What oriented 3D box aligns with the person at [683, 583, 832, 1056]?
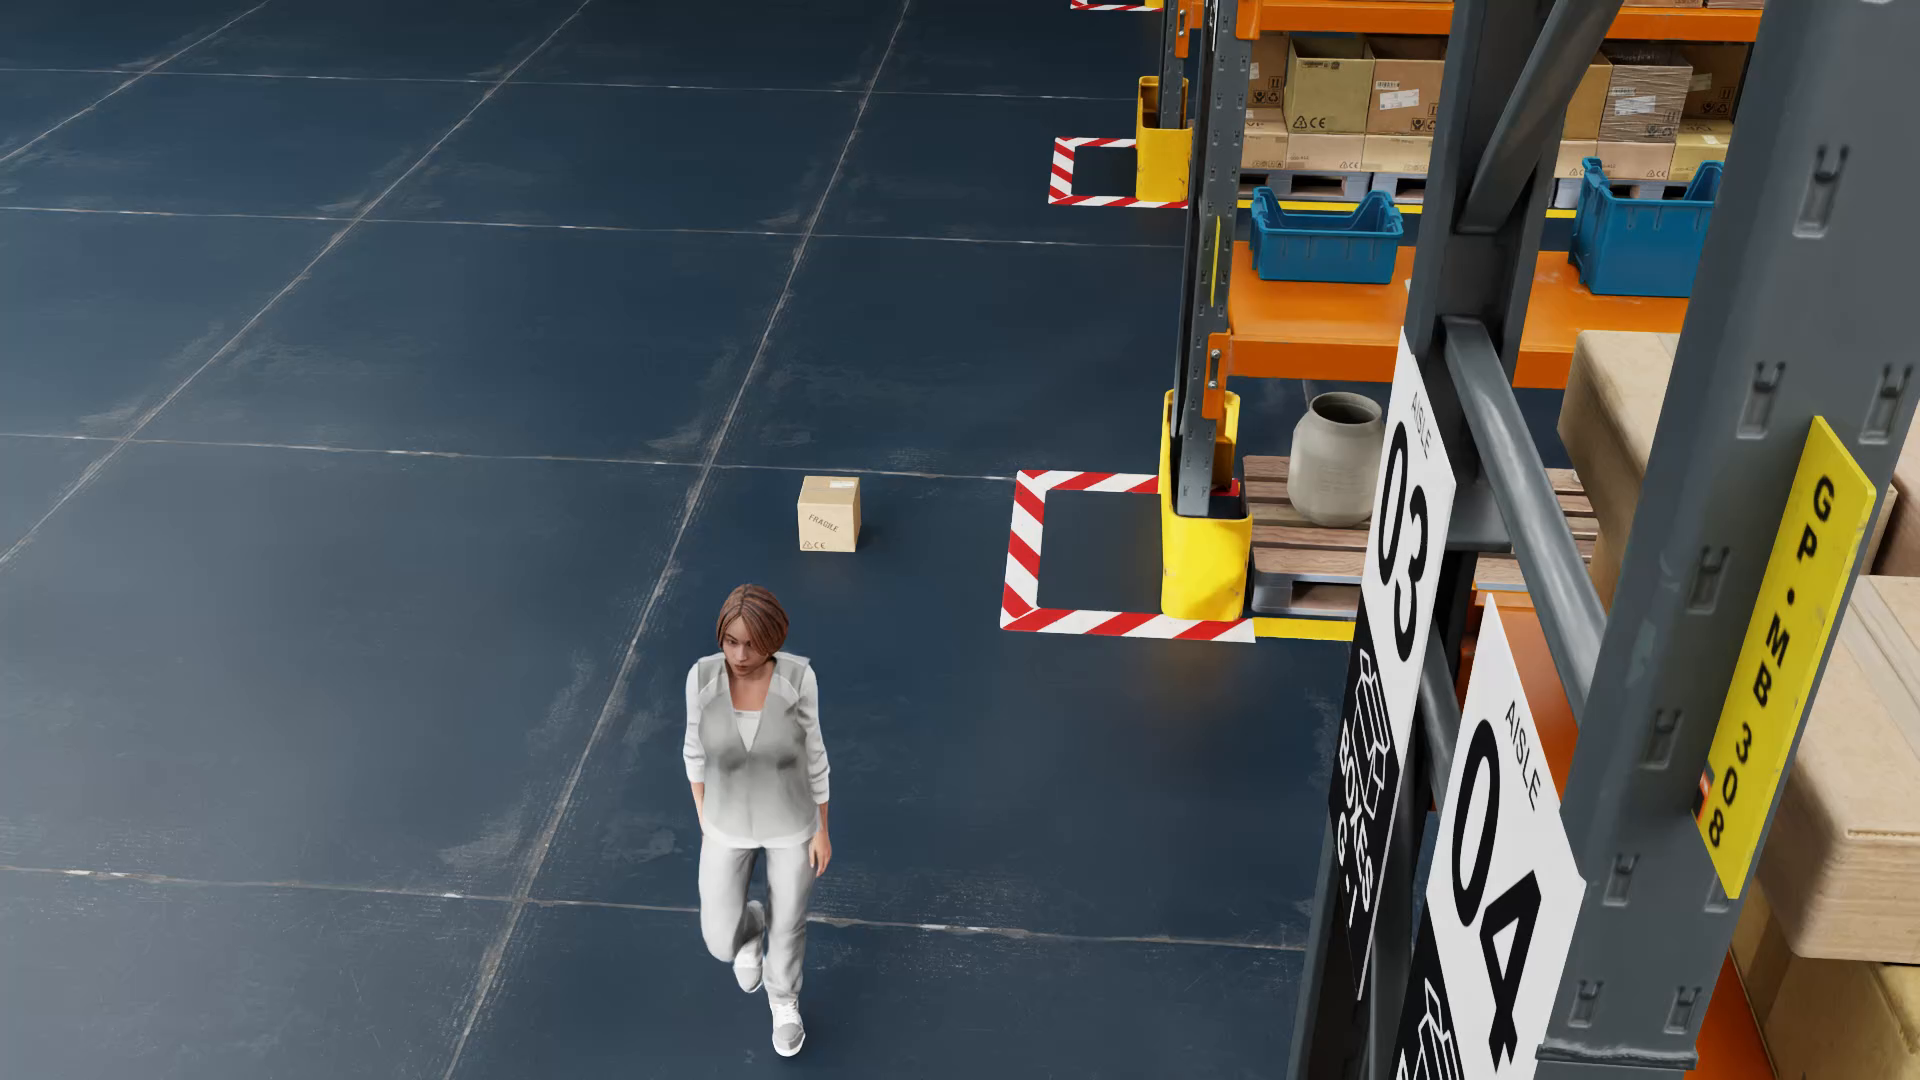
[{"bbox_3d":[-0.576,0.817,4.814,0.414,1.590,0.447,-2,32,-3],"label":"person"}]
